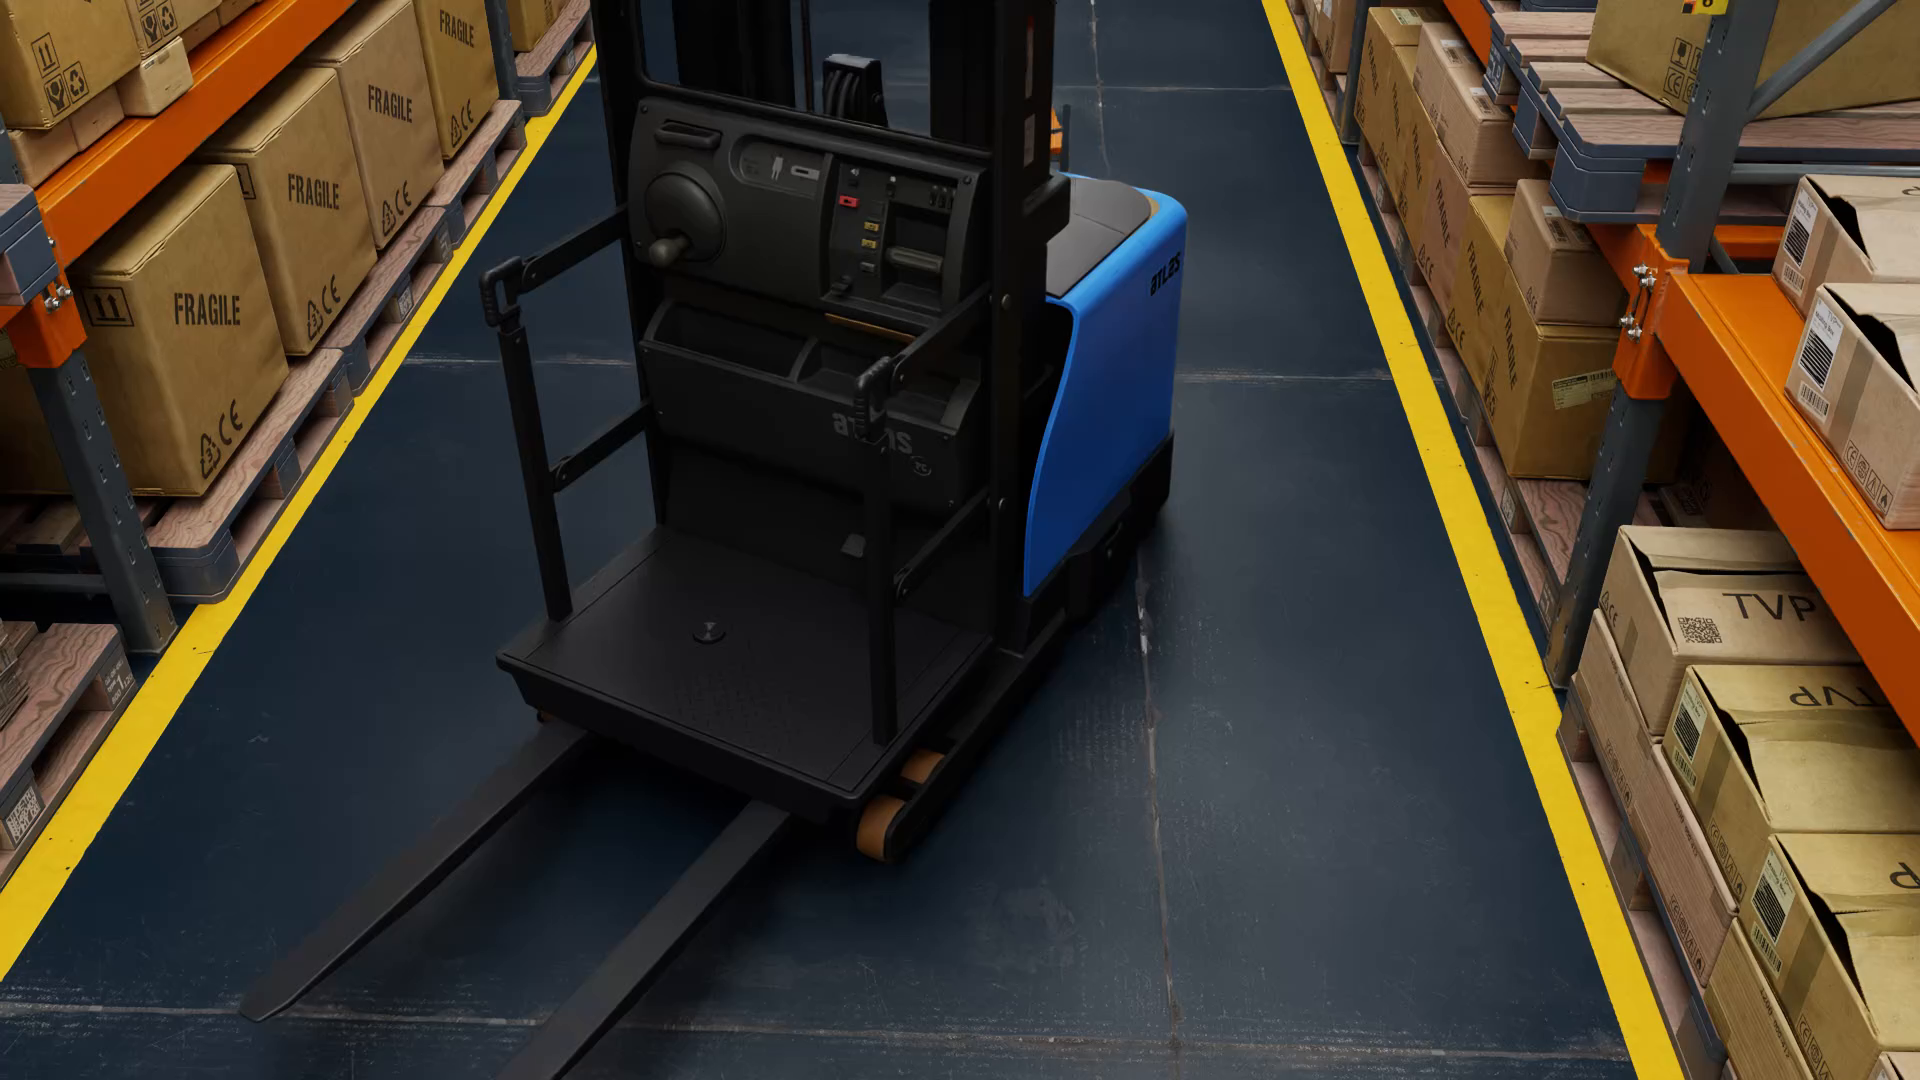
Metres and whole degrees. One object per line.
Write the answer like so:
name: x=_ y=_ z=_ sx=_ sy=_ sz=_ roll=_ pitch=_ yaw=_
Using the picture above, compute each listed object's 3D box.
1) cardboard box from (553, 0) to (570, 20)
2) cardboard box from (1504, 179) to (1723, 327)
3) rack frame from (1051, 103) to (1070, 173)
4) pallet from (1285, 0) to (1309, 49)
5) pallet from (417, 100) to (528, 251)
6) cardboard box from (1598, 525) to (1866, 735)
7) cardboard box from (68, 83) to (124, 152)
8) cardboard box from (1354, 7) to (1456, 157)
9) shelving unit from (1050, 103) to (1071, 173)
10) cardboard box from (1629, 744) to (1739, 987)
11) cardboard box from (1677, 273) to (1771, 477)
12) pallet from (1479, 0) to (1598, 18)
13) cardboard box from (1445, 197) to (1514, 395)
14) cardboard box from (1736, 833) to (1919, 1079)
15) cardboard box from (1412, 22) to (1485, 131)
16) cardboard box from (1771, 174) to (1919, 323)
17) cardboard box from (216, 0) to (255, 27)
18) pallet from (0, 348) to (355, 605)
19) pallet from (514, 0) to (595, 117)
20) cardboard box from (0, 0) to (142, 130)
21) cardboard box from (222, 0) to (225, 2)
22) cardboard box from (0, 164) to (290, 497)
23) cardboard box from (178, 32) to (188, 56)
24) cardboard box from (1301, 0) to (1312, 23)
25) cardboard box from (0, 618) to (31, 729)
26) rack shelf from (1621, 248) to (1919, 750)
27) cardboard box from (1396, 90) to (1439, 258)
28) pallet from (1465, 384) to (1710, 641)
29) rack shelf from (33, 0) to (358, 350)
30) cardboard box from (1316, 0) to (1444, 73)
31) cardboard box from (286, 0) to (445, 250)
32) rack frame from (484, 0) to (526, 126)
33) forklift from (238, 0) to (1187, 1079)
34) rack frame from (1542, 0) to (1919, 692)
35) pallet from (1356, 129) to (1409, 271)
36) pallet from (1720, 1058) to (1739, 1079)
cardboard box: x=-2.473 y=-3.103 z=8.865 sx=0.700 sy=0.500 sz=0.500 roll=1 pitch=35 yaw=1
cardboard box: x=1.961 y=-0.867 z=5.013 sx=0.500 sy=0.250 sz=0.500 roll=3 pitch=35 yaw=4
rack frame: x=0.215 y=-0.827 z=5.383 sx=0.240 sy=1.200 sz=0.015 roll=-3 pitch=35 yaw=-4
pallet: x=2.395 y=-3.082 z=9.451 sx=1.003 sy=0.211 sz=1.213 roll=1 pitch=35 yaw=2
pallet: x=-2.585 y=-1.652 z=7.417 sx=1.003 sy=0.211 sz=1.213 roll=1 pitch=35 yaw=2
cardboard box: x=1.845 y=0.191 z=3.908 sx=0.500 sy=0.311 sz=0.500 roll=2 pitch=35 yaw=3
cardboard box: x=-2.527 y=-1.173 z=4.512 sx=0.380 sy=0.149 sz=0.250 roll=2 pitch=35 yaw=3
cardboard box: x=2.058 y=-2.010 z=7.293 sx=0.500 sy=0.500 sz=0.500 roll=0 pitch=35 yaw=0
shelving unit: x=0.193 y=-0.966 z=5.582 sx=0.258 sy=1.200 sz=0.503 roll=-3 pitch=35 yaw=-4
cardboard box: x=1.826 y=0.709 z=3.659 sx=0.500 sy=0.250 sz=0.500 roll=0 pitch=35 yaw=1
cardboard box: x=2.479 y=-0.540 z=5.201 sx=0.500 sy=0.500 sz=0.500 roll=0 pitch=35 yaw=0
pallet: x=2.233 y=-1.866 z=5.463 sx=1.003 sy=0.211 sz=1.213 roll=1 pitch=35 yaw=2
cardboard box: x=1.984 y=-0.825 z=5.606 sx=0.500 sy=0.500 sz=0.500 roll=0 pitch=35 yaw=0
cardboard box: x=1.810 y=0.786 z=3.062 sx=0.500 sy=0.311 sz=0.500 roll=0 pitch=35 yaw=1
cardboard box: x=2.017 y=-1.743 z=6.260 sx=0.500 sy=0.250 sz=0.500 roll=1 pitch=35 yaw=2
cardboard box: x=2.102 y=-0.583 z=3.548 sx=0.500 sy=0.311 sz=0.500 roll=3 pitch=35 yaw=5
cardboard box: x=-2.522 y=-1.769 z=5.359 sx=0.380 sy=0.149 sz=0.250 roll=2 pitch=35 yaw=3
pallet: x=-2.683 y=-0.250 z=5.422 sx=1.003 sy=0.211 sz=1.213 roll=1 pitch=35 yaw=2
pallet: x=-2.521 y=-2.532 z=8.669 sx=1.003 sy=0.211 sz=1.213 roll=1 pitch=35 yaw=2
cardboard box: x=-2.515 y=-1.383 z=4.247 sx=0.500 sy=0.500 sz=0.500 roll=2 pitch=35 yaw=3
cardboard box: x=-2.463 y=-1.969 z=5.080 sx=0.500 sy=0.500 sz=0.500 roll=1 pitch=35 yaw=2
cardboard box: x=-2.629 y=-0.651 z=5.072 sx=0.750 sy=0.750 sz=0.750 roll=1 pitch=35 yaw=1
cardboard box: x=-2.544 y=-1.471 z=4.936 sx=0.380 sy=0.149 sz=0.250 roll=1 pitch=35 yaw=1
cardboard box: x=2.090 y=-2.970 z=8.823 sx=0.500 sy=0.311 sz=0.500 roll=1 pitch=35 yaw=2
cardboard box: x=-2.767 y=0.318 z=3.980 sx=0.700 sy=0.500 sz=0.500 roll=2 pitch=35 yaw=3
rack shelf: x=2.079 y=0.616 z=2.390 sx=1.077 sy=0.370 sz=4.000 roll=1 pitch=35 yaw=2
cardboard box: x=2.020 y=-1.417 z=6.448 sx=0.500 sy=0.500 sz=0.500 roll=2 pitch=35 yaw=2
pallet: x=2.228 y=-0.114 z=5.229 sx=1.003 sy=0.211 sz=1.213 roll=1 pitch=35 yaw=2
rack shelf: x=-2.710 y=-1.794 z=5.820 sx=1.077 sy=0.370 sz=4.000 roll=1 pitch=35 yaw=2
cardboard box: x=2.060 y=-2.617 z=8.156 sx=0.500 sy=0.500 sz=0.500 roll=1 pitch=35 yaw=2
cardboard box: x=-2.558 y=-1.643 z=6.483 sx=0.750 sy=0.750 sz=0.750 roll=2 pitch=35 yaw=3
rack frame: x=-2.629 y=-3.238 z=7.248 sx=1.000 sy=3.000 sz=0.127 roll=1 pitch=35 yaw=2
forklift: x=-0.482 y=-0.703 z=3.702 sx=1.130 sy=2.935 sz=3.031 roll=18 pitch=39 yaw=23
rack frame: x=2.160 y=-0.827 z=3.818 sx=1.000 sy=3.000 sz=0.127 roll=1 pitch=35 yaw=2
pallet: x=2.326 y=-1.516 z=7.224 sx=1.003 sy=0.211 sz=1.213 roll=1 pitch=35 yaw=2
pallet: x=2.036 y=1.485 z=2.954 sx=1.003 sy=0.211 sz=1.213 roll=1 pitch=35 yaw=2
